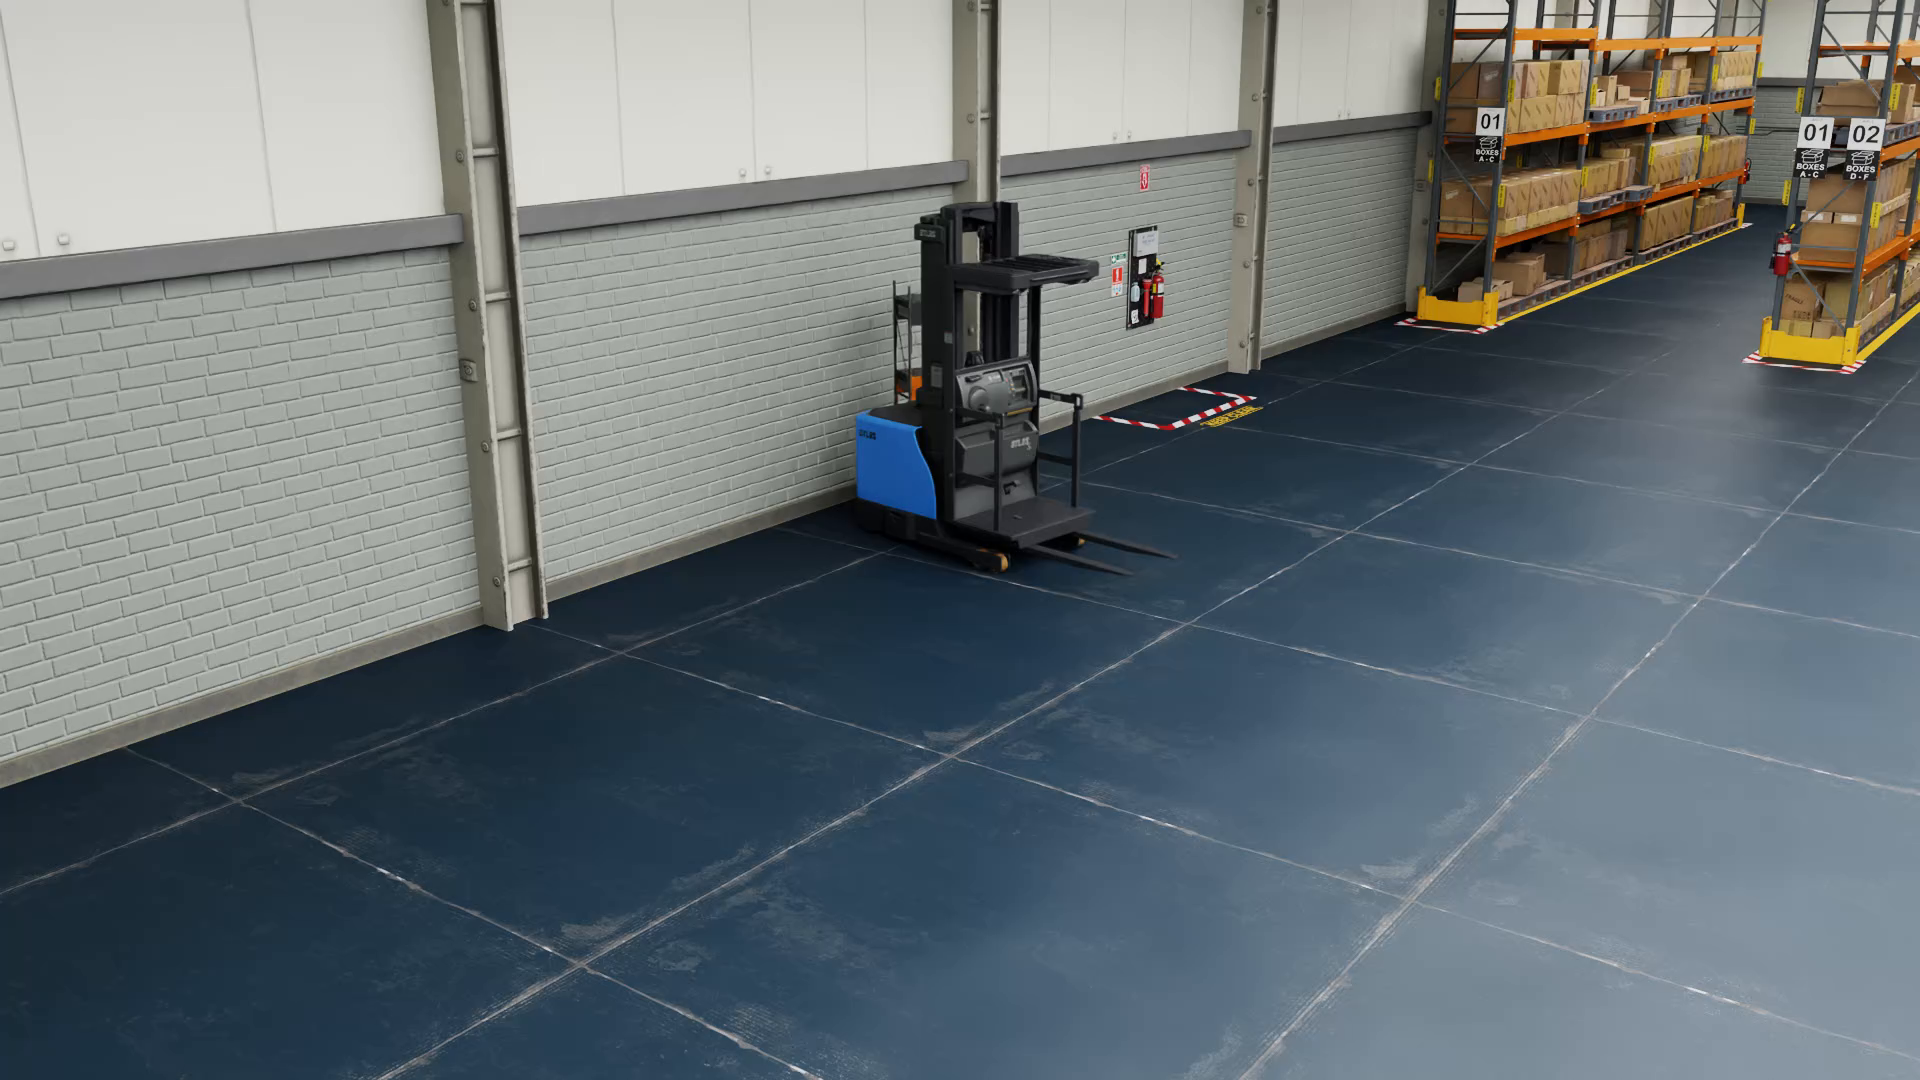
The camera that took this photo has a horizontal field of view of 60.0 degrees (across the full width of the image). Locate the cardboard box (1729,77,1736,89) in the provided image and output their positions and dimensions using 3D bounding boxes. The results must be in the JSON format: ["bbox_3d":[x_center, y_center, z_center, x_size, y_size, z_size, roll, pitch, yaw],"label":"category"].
[{"bbox_3d":[15.979,-9.614,34.962,0.500,0.250,0.500,12,21,33],"label":"cardboard box"}]

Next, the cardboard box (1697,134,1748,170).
[{"bbox_3d":[16.828,-8.617,36.928,0.980,0.700,0.700,14,22,37],"label":"cardboard box"}]

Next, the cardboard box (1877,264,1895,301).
[{"bbox_3d":[13.547,-3.844,24.727,0.500,0.500,0.500,12,21,35],"label":"cardboard box"}]

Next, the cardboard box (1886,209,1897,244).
[{"bbox_3d":[13.386,-4.678,24.582,0.700,0.500,0.500,12,21,34],"label":"cardboard box"}]

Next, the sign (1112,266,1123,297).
[{"bbox_3d":[1.823,-2.998,19.280,0.001,0.329,0.234,12,21,35],"label":"sign"}]

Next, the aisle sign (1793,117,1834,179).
[{"bbox_3d":[11.296,-5.189,22.013,0.394,0.787,0.004,12,21,35],"label":"aisle sign"}]

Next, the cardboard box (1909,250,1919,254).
[{"bbox_3d":[15.919,-4.679,27.735,0.500,0.311,0.500,12,21,34],"label":"cardboard box"}]

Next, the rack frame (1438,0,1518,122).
[{"bbox_3d":[7.591,-7.651,24.208,1.000,3.000,0.127,12,21,35],"label":"rack frame"}]

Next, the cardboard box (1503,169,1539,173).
[{"bbox_3d":[9.215,-5.837,27.437,0.500,0.500,0.500,12,21,34],"label":"cardboard box"}]

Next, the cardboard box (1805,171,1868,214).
[{"bbox_3d":[11.891,-4.700,22.465,0.700,0.500,0.500,13,21,35],"label":"cardboard box"}]

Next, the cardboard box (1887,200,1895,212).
[{"bbox_3d":[13.207,-4.817,23.935,0.380,0.149,0.250,13,22,36],"label":"cardboard box"}]

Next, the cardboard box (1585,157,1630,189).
[{"bbox_3d":[11.774,-6.698,30.343,0.700,0.500,0.500,10,20,30],"label":"cardboard box"}]

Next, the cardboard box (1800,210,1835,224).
[{"bbox_3d":[11.646,-4.394,22.572,0.380,0.149,0.250,12,21,34],"label":"cardboard box"}]

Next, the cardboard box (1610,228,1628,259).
[{"bbox_3d":[11.970,-5.527,30.957,0.700,0.500,0.500,13,21,35],"label":"cardboard box"}]

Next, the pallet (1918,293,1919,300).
[{"bbox_3d":[15.816,-4.296,28.221,1.003,0.211,1.213,12,21,35],"label":"pallet"}]

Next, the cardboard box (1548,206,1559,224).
[{"bbox_3d":[9.345,-5.270,26.877,0.500,0.250,0.500,12,21,34],"label":"cardboard box"}]

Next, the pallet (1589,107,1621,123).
[{"bbox_3d":[10.428,-7.210,28.161,1.213,0.211,1.003,12,21,35],"label":"pallet"}]

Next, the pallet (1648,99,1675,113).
[{"bbox_3d":[12.699,-8.196,31.340,1.213,0.211,1.003,14,22,37],"label":"pallet"}]

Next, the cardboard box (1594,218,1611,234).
[{"bbox_3d":[11.580,-5.760,30.444,0.500,0.250,0.500,13,21,36],"label":"cardboard box"}]

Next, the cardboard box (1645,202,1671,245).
[{"bbox_3d":[13.428,-6.225,32.647,0.750,0.750,0.750,12,21,34],"label":"cardboard box"}]

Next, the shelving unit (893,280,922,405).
[{"bbox_3d":[-0.312,-1.380,15.647,0.503,2.100,0.431,-7,19,-23],"label":"shelving unit"}]

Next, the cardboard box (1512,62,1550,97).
[{"bbox_3d":[8.651,-7.037,25.399,0.500,0.500,0.500,13,22,36],"label":"cardboard box"}]

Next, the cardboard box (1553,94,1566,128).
[{"bbox_3d":[9.261,-6.808,26.347,0.500,0.500,0.500,11,21,33],"label":"cardboard box"}]

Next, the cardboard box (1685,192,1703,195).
[{"bbox_3d":[15.947,-7.492,36.224,0.380,0.149,0.250,13,21,35],"label":"cardboard box"}]

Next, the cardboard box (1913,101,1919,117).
[{"bbox_3d":[14.330,-6.571,25.332,0.500,0.250,0.500,15,23,40],"label":"cardboard box"}]

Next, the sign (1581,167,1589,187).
[{"bbox_3d":[10.415,-6.058,27.734,0.100,0.325,0.005,12,21,35],"label":"sign"}]

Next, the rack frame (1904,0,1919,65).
[{"bbox_3d":[16.338,-8.682,27.527,1.000,3.000,0.127,12,21,35],"label":"rack frame"}]

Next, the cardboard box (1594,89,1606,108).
[{"bbox_3d":[10.731,-7.592,28.517,0.500,0.311,0.500,13,22,36],"label":"cardboard box"}]

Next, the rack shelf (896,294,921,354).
[{"bbox_3d":[-0.312,-2.036,15.444,0.480,0.518,0.431,-7,19,-23],"label":"rack shelf"}]

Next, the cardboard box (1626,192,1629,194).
[{"bbox_3d":[12.740,-6.618,31.388,0.380,0.149,0.250,12,21,34],"label":"cardboard box"}]

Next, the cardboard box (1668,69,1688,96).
[{"bbox_3d":[13.849,-9.000,32.700,0.700,0.500,0.500,12,21,34],"label":"cardboard box"}]

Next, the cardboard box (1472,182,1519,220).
[{"bbox_3d":[8.117,-5.143,25.200,0.500,0.500,0.500,12,21,35],"label":"cardboard box"}]

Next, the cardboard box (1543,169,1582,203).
[{"bbox_3d":[9.941,-5.867,27.535,0.500,0.500,0.500,12,21,35],"label":"cardboard box"}]

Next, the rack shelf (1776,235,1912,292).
[{"bbox_3d":[12.763,-4.044,23.922,1.077,0.370,4.000,12,21,35],"label":"rack shelf"}]

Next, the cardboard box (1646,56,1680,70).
[{"bbox_3d":[13.794,-9.372,32.633,0.500,0.250,0.500,12,21,33],"label":"cardboard box"}]

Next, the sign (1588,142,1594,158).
[{"bbox_3d":[11.910,-7.342,31.375,0.100,0.325,0.005,12,21,35],"label":"sign"}]

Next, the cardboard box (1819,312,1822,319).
[{"bbox_3d":[11.942,-3.100,23.597,0.500,0.250,0.500,12,21,35],"label":"cardboard box"}]

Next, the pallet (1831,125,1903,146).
[{"bbox_3d":[12.013,-5.466,22.377,1.003,0.211,1.213,12,21,35],"label":"pallet"}]

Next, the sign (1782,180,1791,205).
[{"bbox_3d":[11.144,-4.677,22.394,0.100,0.325,0.005,12,21,35],"label":"sign"}]

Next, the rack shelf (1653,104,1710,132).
[{"bbox_3d":[13.549,-8.257,32.429,1.077,0.370,4.000,12,21,35],"label":"rack shelf"}]

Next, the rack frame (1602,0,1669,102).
[{"bbox_3d":[12.358,-9.556,30.343,1.000,3.000,0.127,12,21,35],"label":"rack frame"}]

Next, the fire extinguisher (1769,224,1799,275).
[{"bbox_3d":[11.128,-3.928,22.466,0.296,0.674,0.183,12,21,35],"label":"fire extinguisher"}]

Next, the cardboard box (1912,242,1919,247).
[{"bbox_3d":[16.839,-4.891,28.909,0.500,0.500,0.500,14,22,37],"label":"cardboard box"}]

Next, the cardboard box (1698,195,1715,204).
[{"bbox_3d":[15.930,-7.294,35.588,0.380,0.149,0.250,12,21,33],"label":"cardboard box"}]

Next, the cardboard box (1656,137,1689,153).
[{"bbox_3d":[14.052,-7.803,32.846,0.500,0.250,0.500,13,21,36],"label":"cardboard box"}]

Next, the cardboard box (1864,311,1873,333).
[{"bbox_3d":[12.663,-3.126,23.680,0.500,0.250,0.500,12,21,35],"label":"cardboard box"}]

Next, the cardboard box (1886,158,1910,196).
[{"bbox_3d":[13.695,-5.425,24.798,0.700,0.500,0.500,13,21,35],"label":"cardboard box"}]

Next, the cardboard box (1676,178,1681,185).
[{"bbox_3d":[14.136,-7.165,33.149,0.380,0.149,0.250,12,21,35],"label":"cardboard box"}]

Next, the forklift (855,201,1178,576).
[{"bbox_3d":[0.465,-1.295,13.971,3.031,2.935,1.130,16,23,42],"label":"forklift"}]

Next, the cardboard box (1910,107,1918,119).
[{"bbox_3d":[13.456,-6.108,23.778,0.380,0.149,0.250,12,21,35],"label":"cardboard box"}]

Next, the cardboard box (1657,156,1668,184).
[{"bbox_3d":[13.172,-7.084,31.794,0.500,0.500,0.500,13,22,36],"label":"cardboard box"}]

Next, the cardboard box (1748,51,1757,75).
[{"bbox_3d":[16.907,-10.341,36.041,0.500,0.500,0.500,12,21,35],"label":"cardboard box"}]

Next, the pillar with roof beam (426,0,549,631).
[{"bbox_3d":[0.046,-2.923,8.981,9.100,9.000,0.400,12,21,35],"label":"pillar with roof beam"}]

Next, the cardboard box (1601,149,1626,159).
[{"bbox_3d":[11.996,-7.092,30.520,0.380,0.149,0.250,9,19,26],"label":"cardboard box"}]

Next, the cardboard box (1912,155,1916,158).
[{"bbox_3d":[18.260,-6.945,31.172,0.700,0.500,0.500,5,18,16],"label":"cardboard box"}]

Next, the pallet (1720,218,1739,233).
[{"bbox_3d":[16.711,-7.061,37.125,1.003,0.211,1.213,12,21,35],"label":"pallet"}]

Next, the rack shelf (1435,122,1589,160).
[{"bbox_3d":[8.783,-6.351,26.293,1.077,0.370,4.000,12,21,35],"label":"rack shelf"}]

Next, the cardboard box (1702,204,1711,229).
[{"bbox_3d":[15.571,-6.930,35.508,0.700,0.500,0.500,12,21,34],"label":"cardboard box"}]
